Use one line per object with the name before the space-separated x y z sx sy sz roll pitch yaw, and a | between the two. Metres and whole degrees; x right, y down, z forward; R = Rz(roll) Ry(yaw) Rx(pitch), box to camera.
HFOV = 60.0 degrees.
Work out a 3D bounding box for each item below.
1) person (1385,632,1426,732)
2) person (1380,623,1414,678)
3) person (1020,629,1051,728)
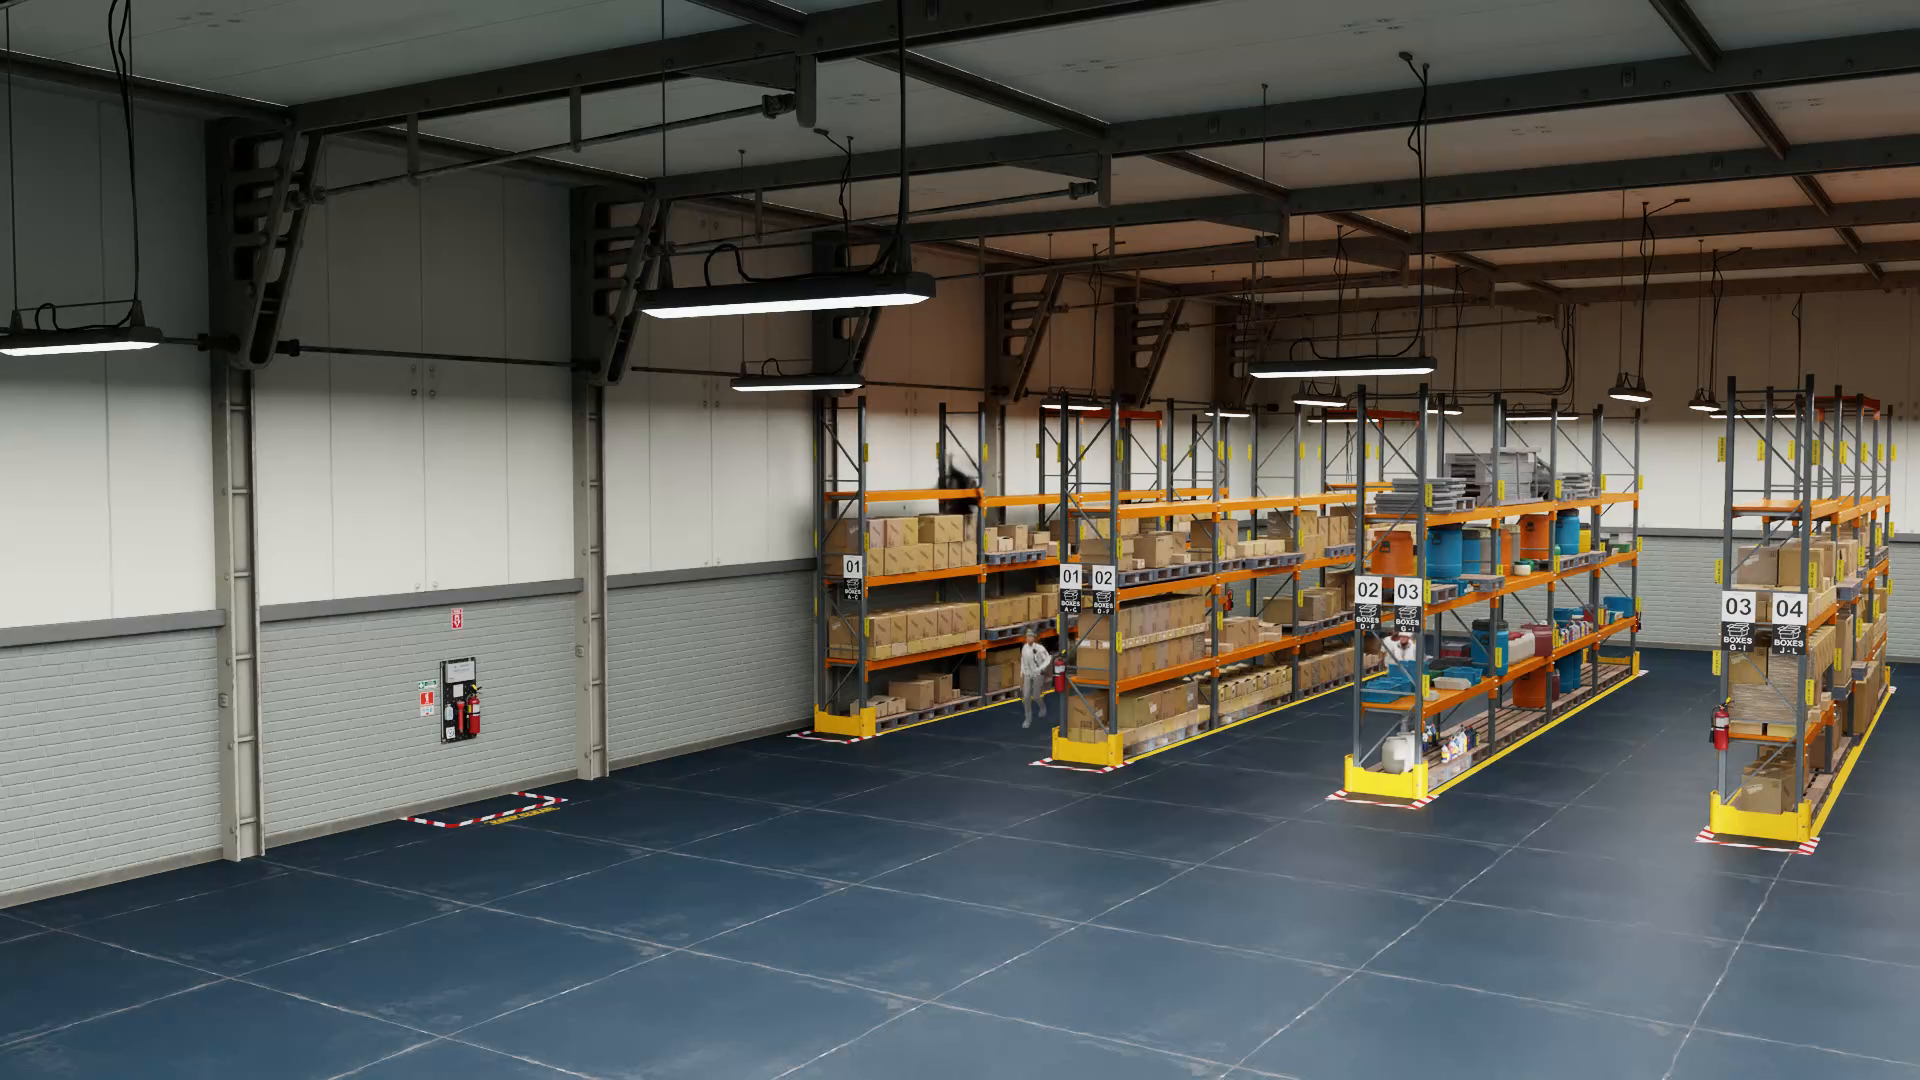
person | 8.056 2.520 30.183 0.640 1.828 0.828 2 3 31
person | 8.409 2.449 32.082 0.674 1.721 0.569 2 3 31
person | 1.336 2.410 29.293 0.634 1.734 0.730 2 3 30
